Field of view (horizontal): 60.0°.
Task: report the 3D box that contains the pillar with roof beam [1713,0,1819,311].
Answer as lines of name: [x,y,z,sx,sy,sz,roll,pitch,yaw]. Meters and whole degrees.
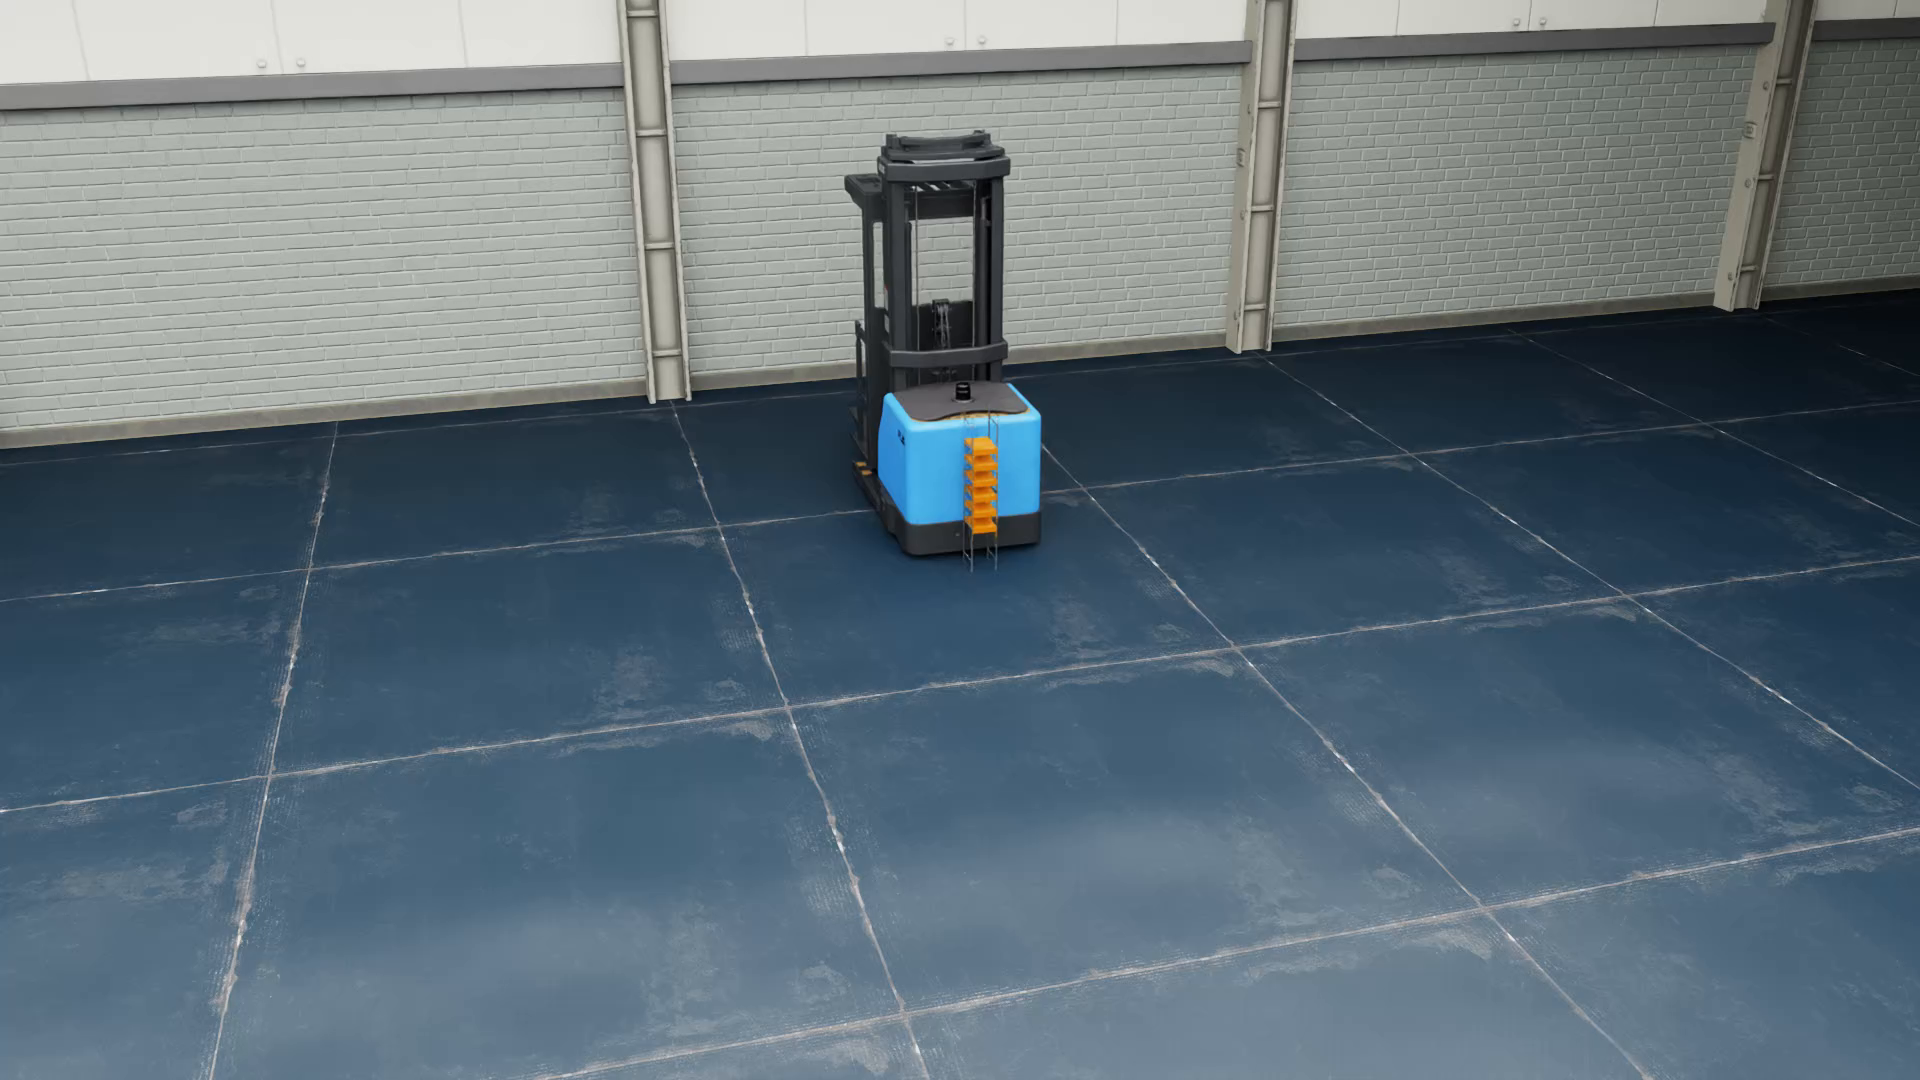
pillar with roof beam: [9.943,-5.145,13.258,0.400,9.000,9.100,-6,24,-14]

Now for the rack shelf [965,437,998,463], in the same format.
rack shelf: [0.149,-0.649,11.869,0.180,0.103,0.258,-6,24,-14]

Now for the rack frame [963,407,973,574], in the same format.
rack frame: [0.060,-0.350,11.973,0.006,1.200,0.240,-6,24,-14]

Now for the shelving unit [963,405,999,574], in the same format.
shelving unit: [0.148,-0.360,11.995,0.189,1.200,0.258,-6,24,-14]

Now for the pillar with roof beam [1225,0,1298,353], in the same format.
pillar with roof beam: [4.166,-4.506,11.768,0.400,9.000,9.100,-6,24,-14]

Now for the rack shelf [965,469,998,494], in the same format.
rack shelf: [0.148,-0.429,11.965,0.180,0.103,0.258,-6,24,-14]

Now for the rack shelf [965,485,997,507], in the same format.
rack shelf: [0.148,-0.319,12.013,0.180,0.103,0.258,-6,24,-14]

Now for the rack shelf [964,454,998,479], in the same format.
rack shelf: [0.148,-0.539,11.917,0.180,0.103,0.258,-6,24,-14]

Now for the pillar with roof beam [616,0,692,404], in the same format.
pillar with roof beam: [-1.611,-3.866,10.279,0.400,9.000,9.100,-6,24,-14]

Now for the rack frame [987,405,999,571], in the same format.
rack frame: [0.236,-0.369,12.017,0.006,1.200,0.240,-6,24,-14]

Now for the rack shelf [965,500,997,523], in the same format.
rack shelf: [0.148,-0.209,12.061,0.180,0.103,0.258,-6,24,-14]

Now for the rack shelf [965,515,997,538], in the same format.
rack shelf: [0.148,-0.099,12.109,0.180,0.103,0.258,-6,24,-14]

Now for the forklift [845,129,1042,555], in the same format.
forklift: [-0.267,-1.790,13.136,1.130,2.935,3.031,-6,24,-14]
